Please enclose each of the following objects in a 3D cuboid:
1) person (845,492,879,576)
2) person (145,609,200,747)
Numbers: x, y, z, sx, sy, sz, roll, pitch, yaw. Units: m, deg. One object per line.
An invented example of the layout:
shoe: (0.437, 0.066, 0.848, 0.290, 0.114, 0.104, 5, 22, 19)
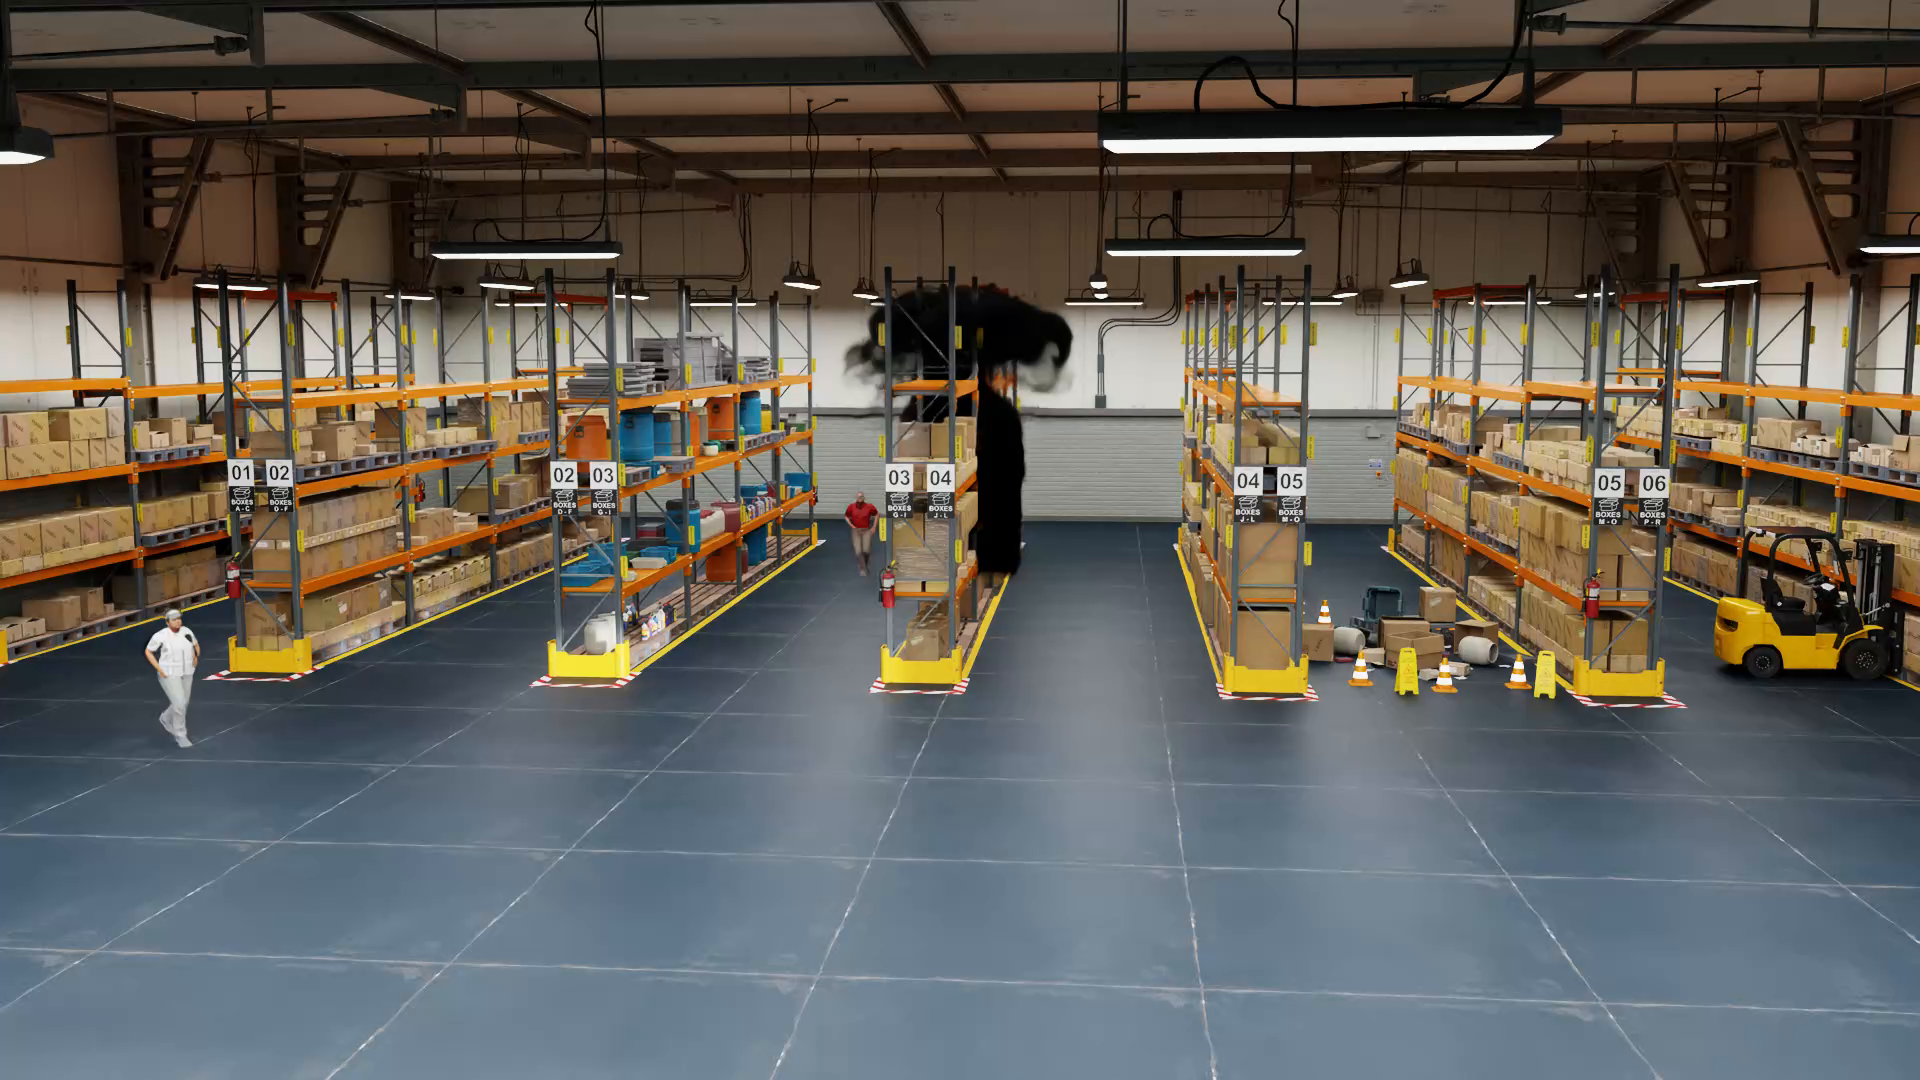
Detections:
person: (-1.960, -0.115, 32.990, 0.671, 1.695, 0.544, 0, 7, 3)
person: (-9.742, 1.695, 20.636, 0.766, 1.714, 0.635, 5, 8, 34)
